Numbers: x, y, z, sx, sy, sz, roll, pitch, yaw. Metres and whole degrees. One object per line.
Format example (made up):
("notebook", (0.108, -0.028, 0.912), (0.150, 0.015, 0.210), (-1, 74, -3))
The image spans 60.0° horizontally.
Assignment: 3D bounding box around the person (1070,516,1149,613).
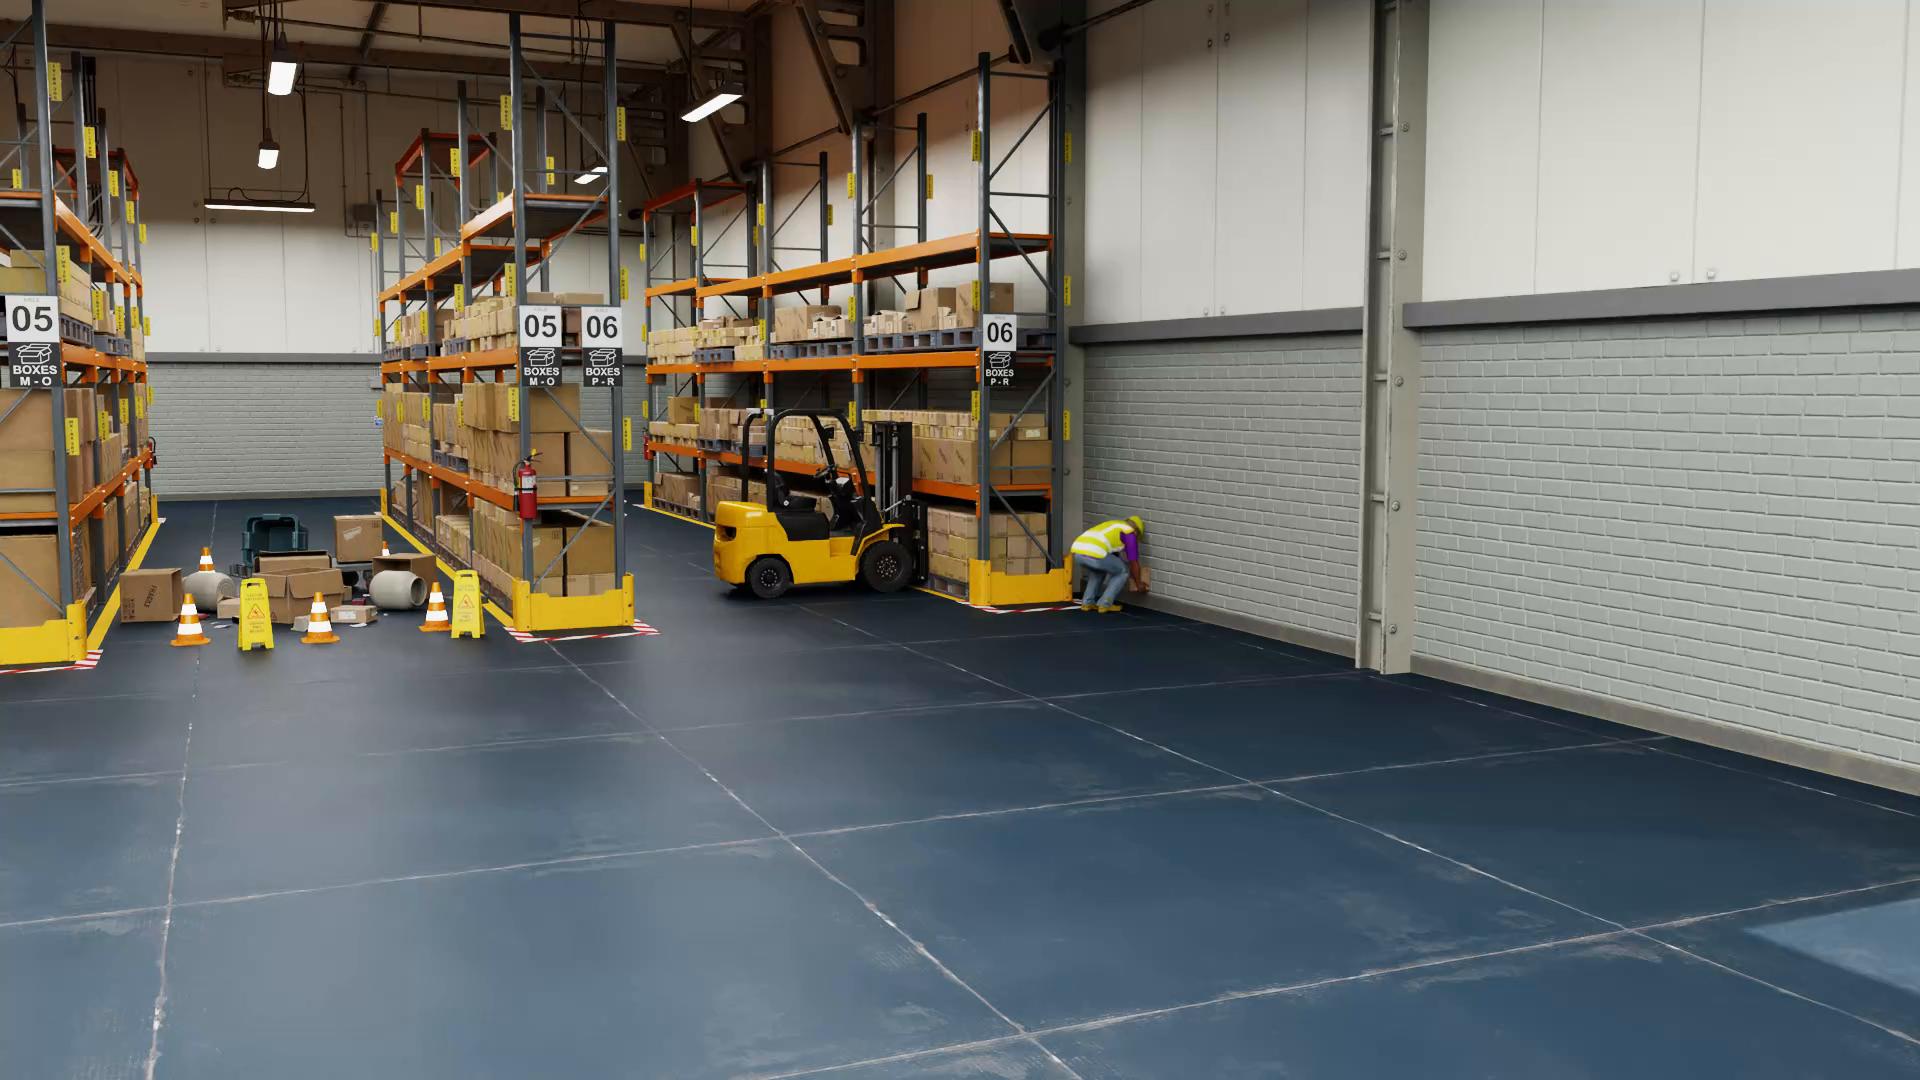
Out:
("person", (1.622, 0.258, 17.987), (0.951, 1.005, 0.523), (-4, 7, -37))
